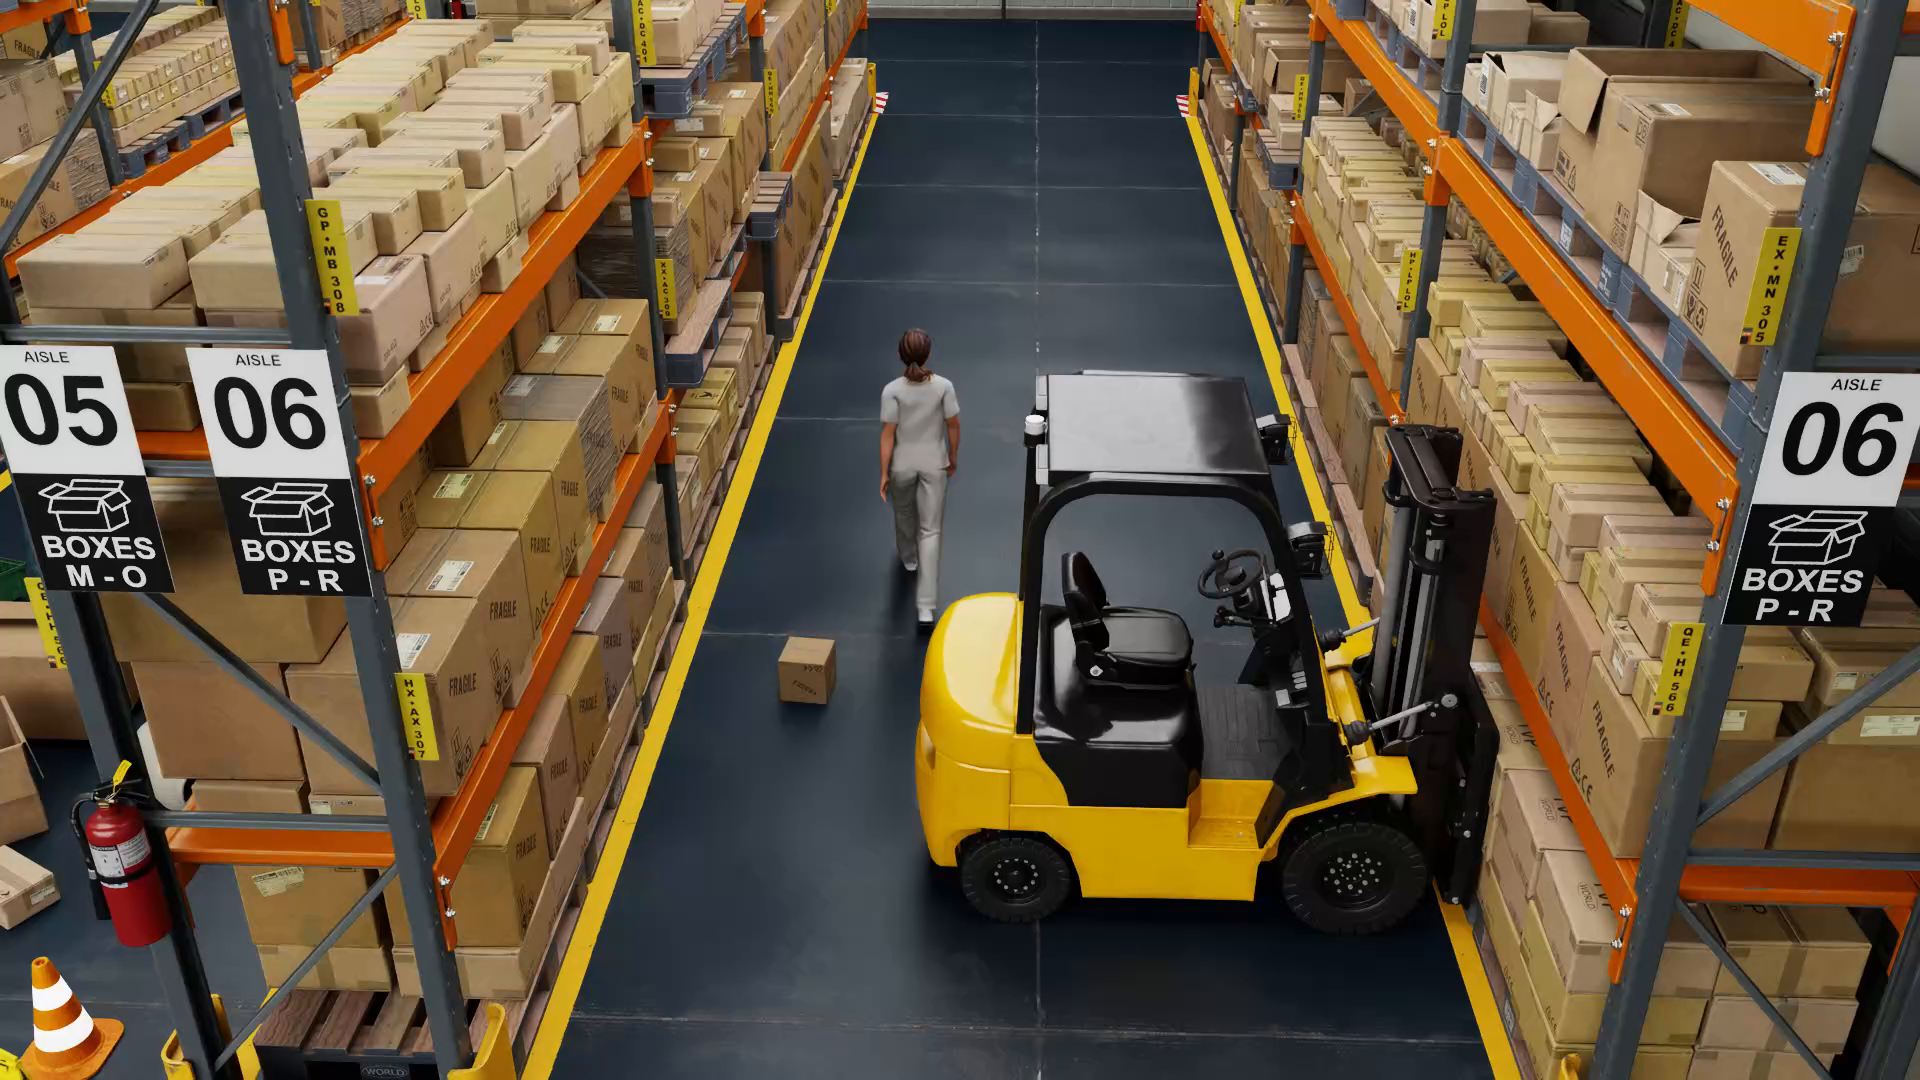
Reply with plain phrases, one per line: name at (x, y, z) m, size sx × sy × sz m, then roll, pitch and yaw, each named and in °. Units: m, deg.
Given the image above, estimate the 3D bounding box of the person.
person at (-0.227, -0.416, 9.428) m, size 0.465 × 1.614 × 1.056 m, roll -1°, pitch 28°, yaw -3°
